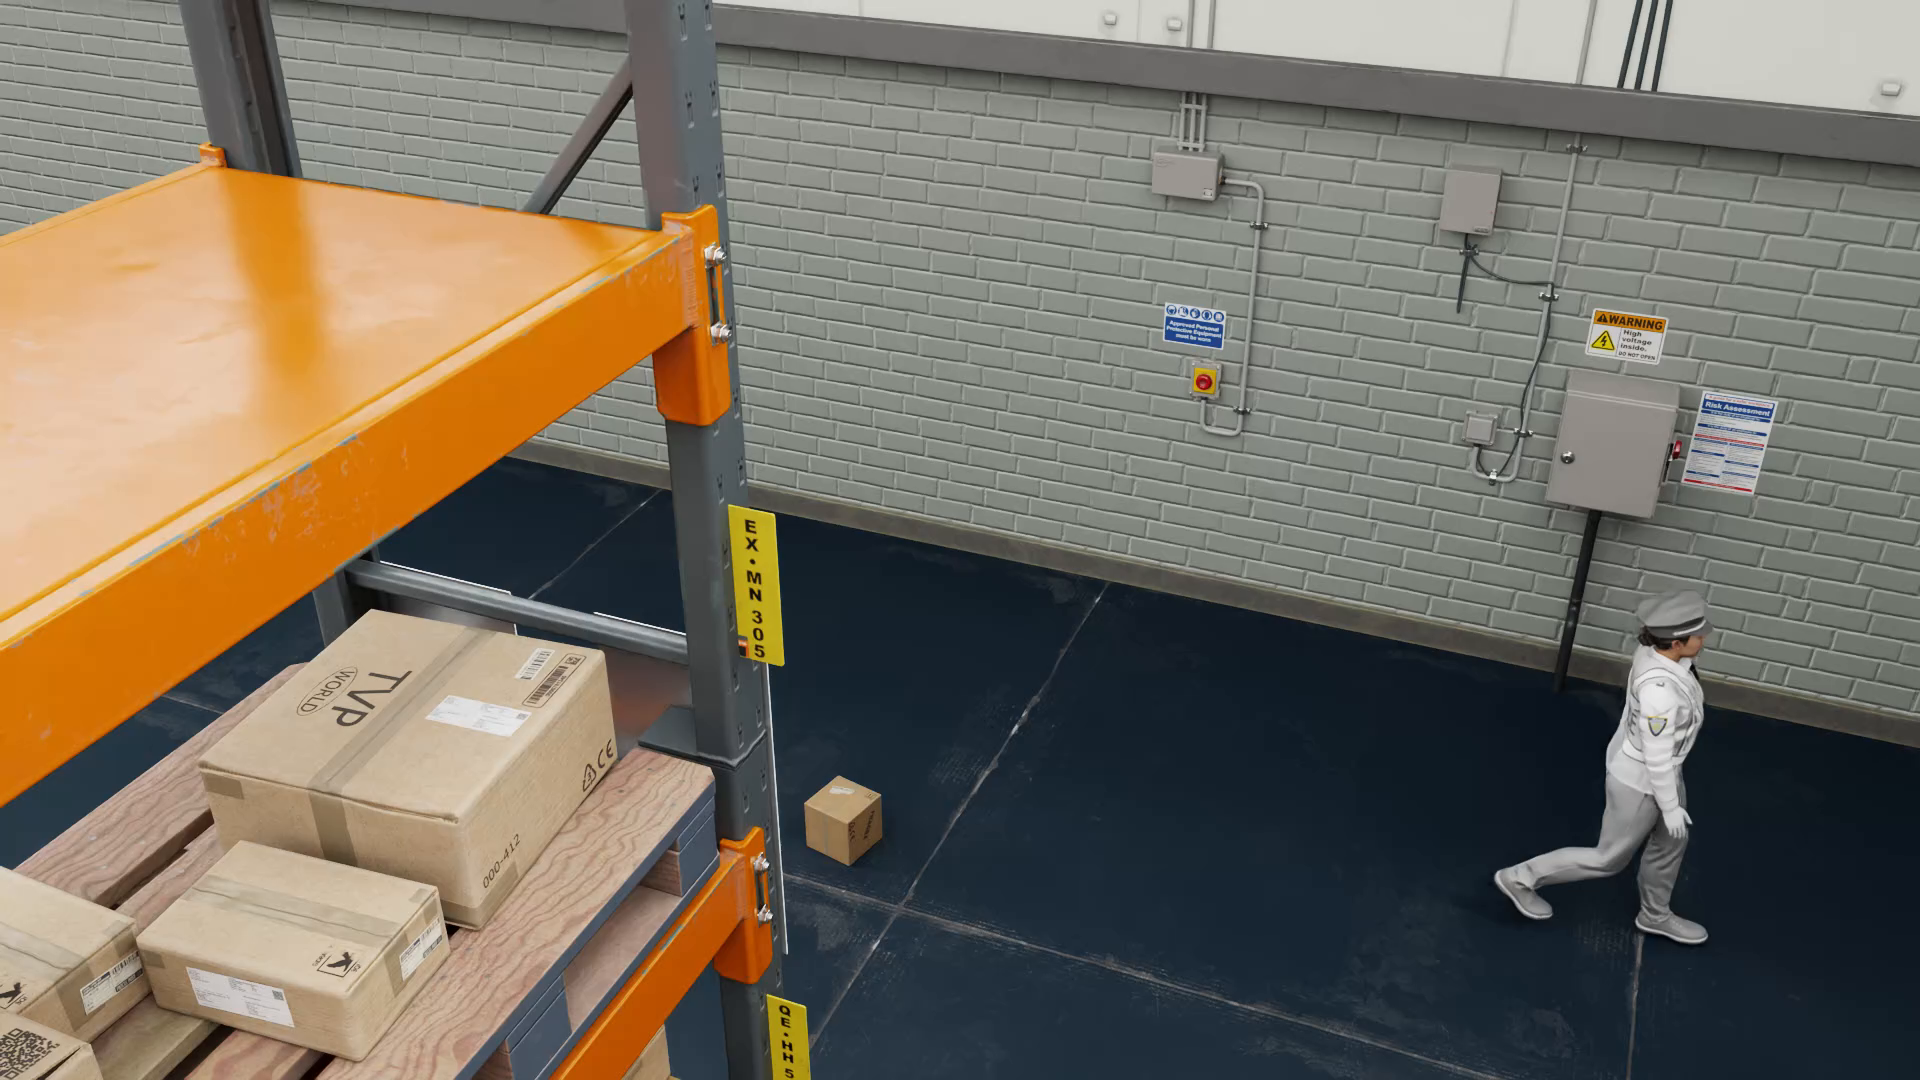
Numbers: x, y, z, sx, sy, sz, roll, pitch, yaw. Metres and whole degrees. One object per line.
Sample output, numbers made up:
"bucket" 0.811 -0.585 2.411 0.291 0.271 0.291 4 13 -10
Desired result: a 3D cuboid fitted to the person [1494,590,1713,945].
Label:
"person" 2.728 0.929 6.723 0.879 1.653 0.478 12 32 20
